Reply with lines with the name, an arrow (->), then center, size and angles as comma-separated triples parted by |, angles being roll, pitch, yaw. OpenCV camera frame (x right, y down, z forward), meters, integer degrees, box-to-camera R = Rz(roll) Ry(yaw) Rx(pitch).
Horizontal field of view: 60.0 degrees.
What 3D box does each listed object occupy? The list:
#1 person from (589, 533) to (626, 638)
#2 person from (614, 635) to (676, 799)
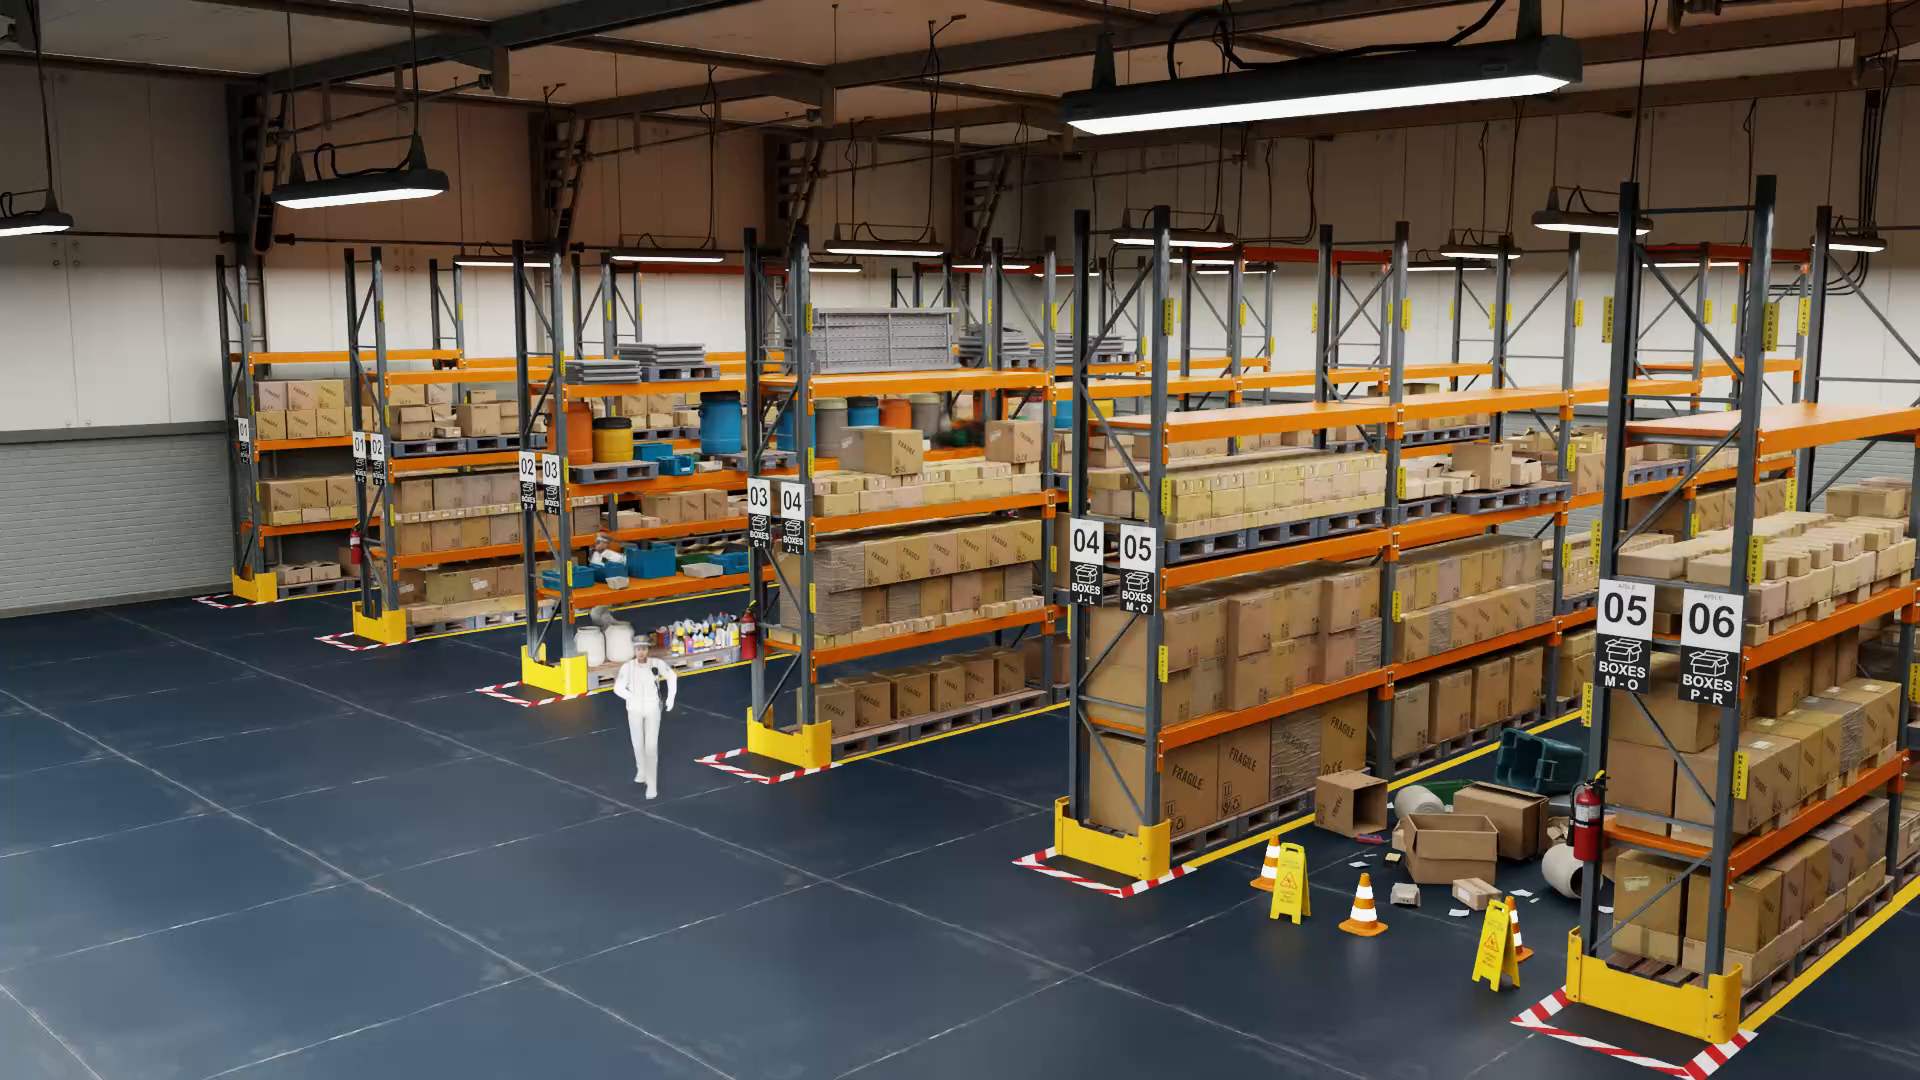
person -> -5.333, 0.791, 24.903 | 0.665, 1.820, 0.723 | 8, 11, 43
person -> -3.337, 1.854, 17.655 | 0.626, 1.763, 0.738 | -1, 8, -4
